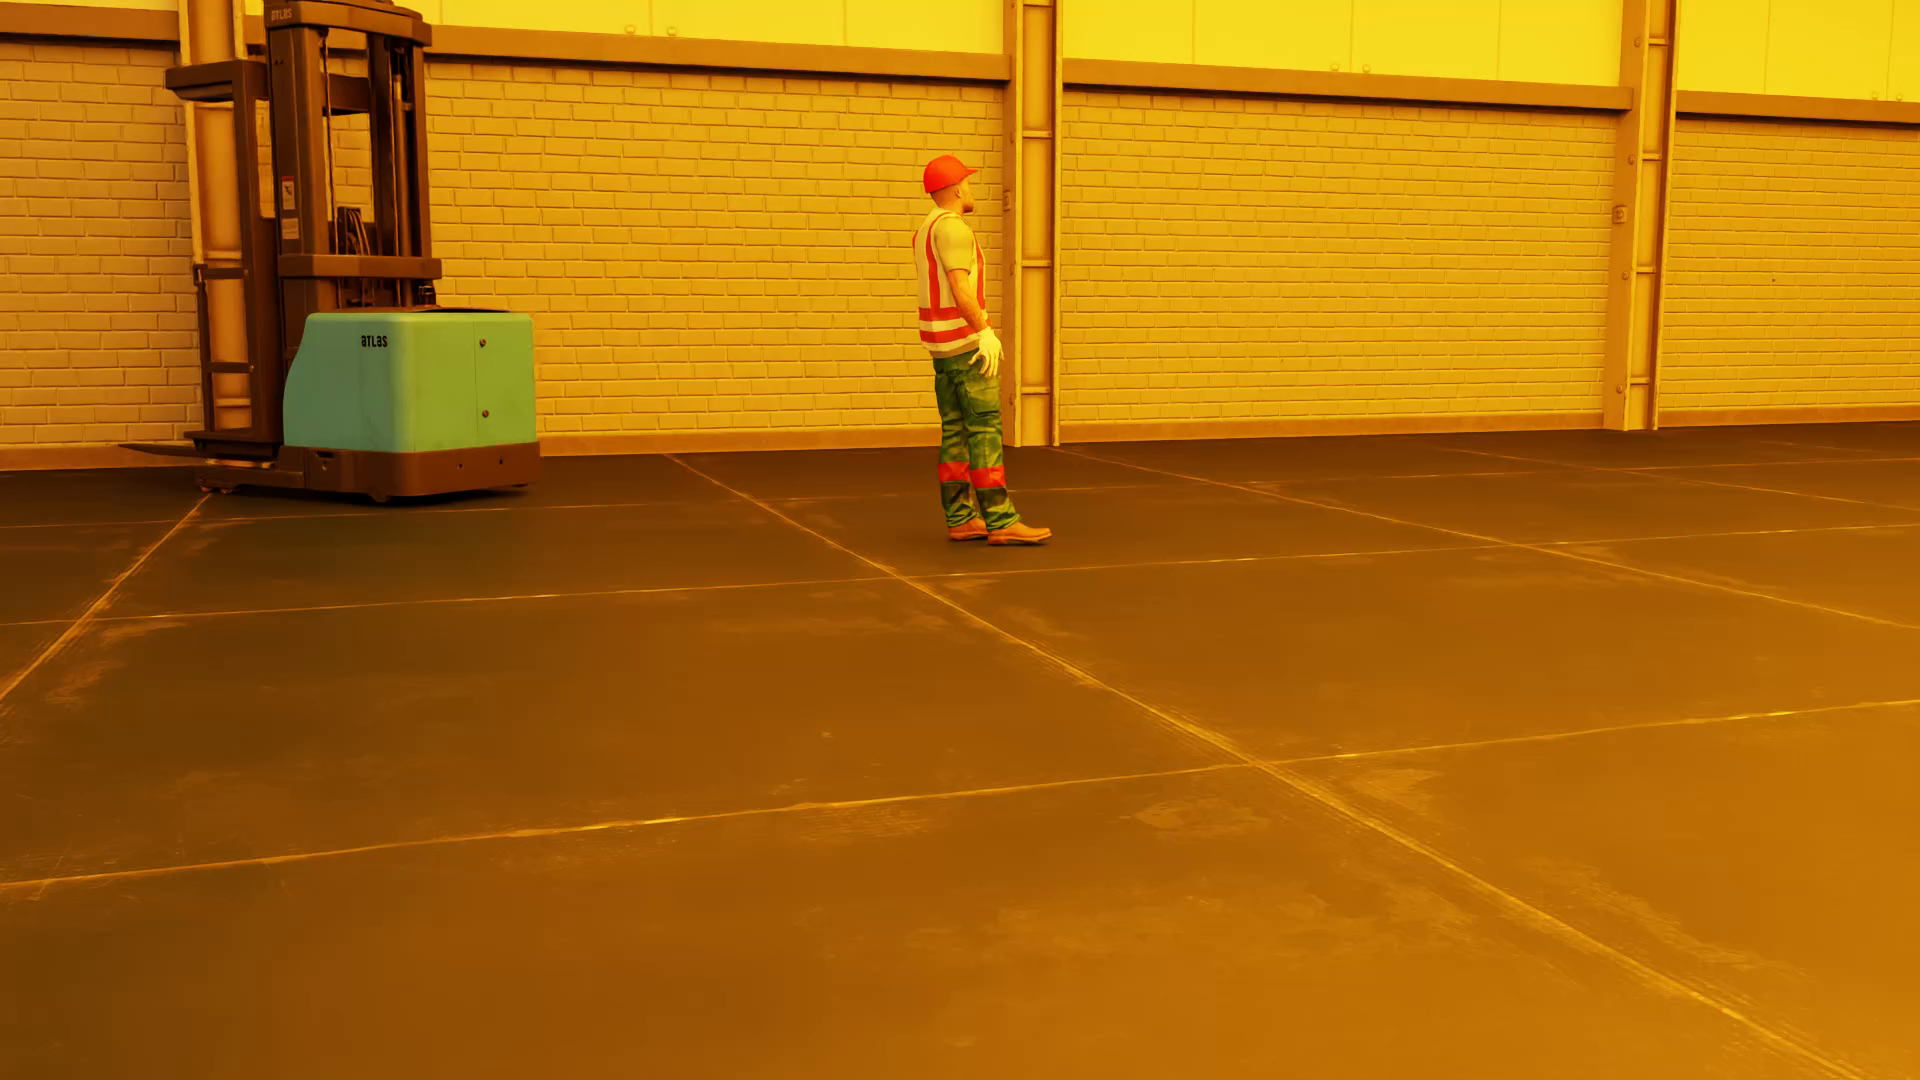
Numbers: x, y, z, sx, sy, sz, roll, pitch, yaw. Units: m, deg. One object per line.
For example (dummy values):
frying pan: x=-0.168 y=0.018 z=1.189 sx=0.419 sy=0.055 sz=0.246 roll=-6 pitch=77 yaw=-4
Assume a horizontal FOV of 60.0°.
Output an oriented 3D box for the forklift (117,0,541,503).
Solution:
forklift: x=-4.033 y=-1.782 z=10.152 sx=3.031 sy=2.935 sz=1.130 roll=5 pitch=9 yaw=32

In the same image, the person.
person: x=0.081 y=-0.896 z=7.816 sx=0.562 sy=1.790 sz=0.637 roll=-3 pitch=8 yaw=-18
